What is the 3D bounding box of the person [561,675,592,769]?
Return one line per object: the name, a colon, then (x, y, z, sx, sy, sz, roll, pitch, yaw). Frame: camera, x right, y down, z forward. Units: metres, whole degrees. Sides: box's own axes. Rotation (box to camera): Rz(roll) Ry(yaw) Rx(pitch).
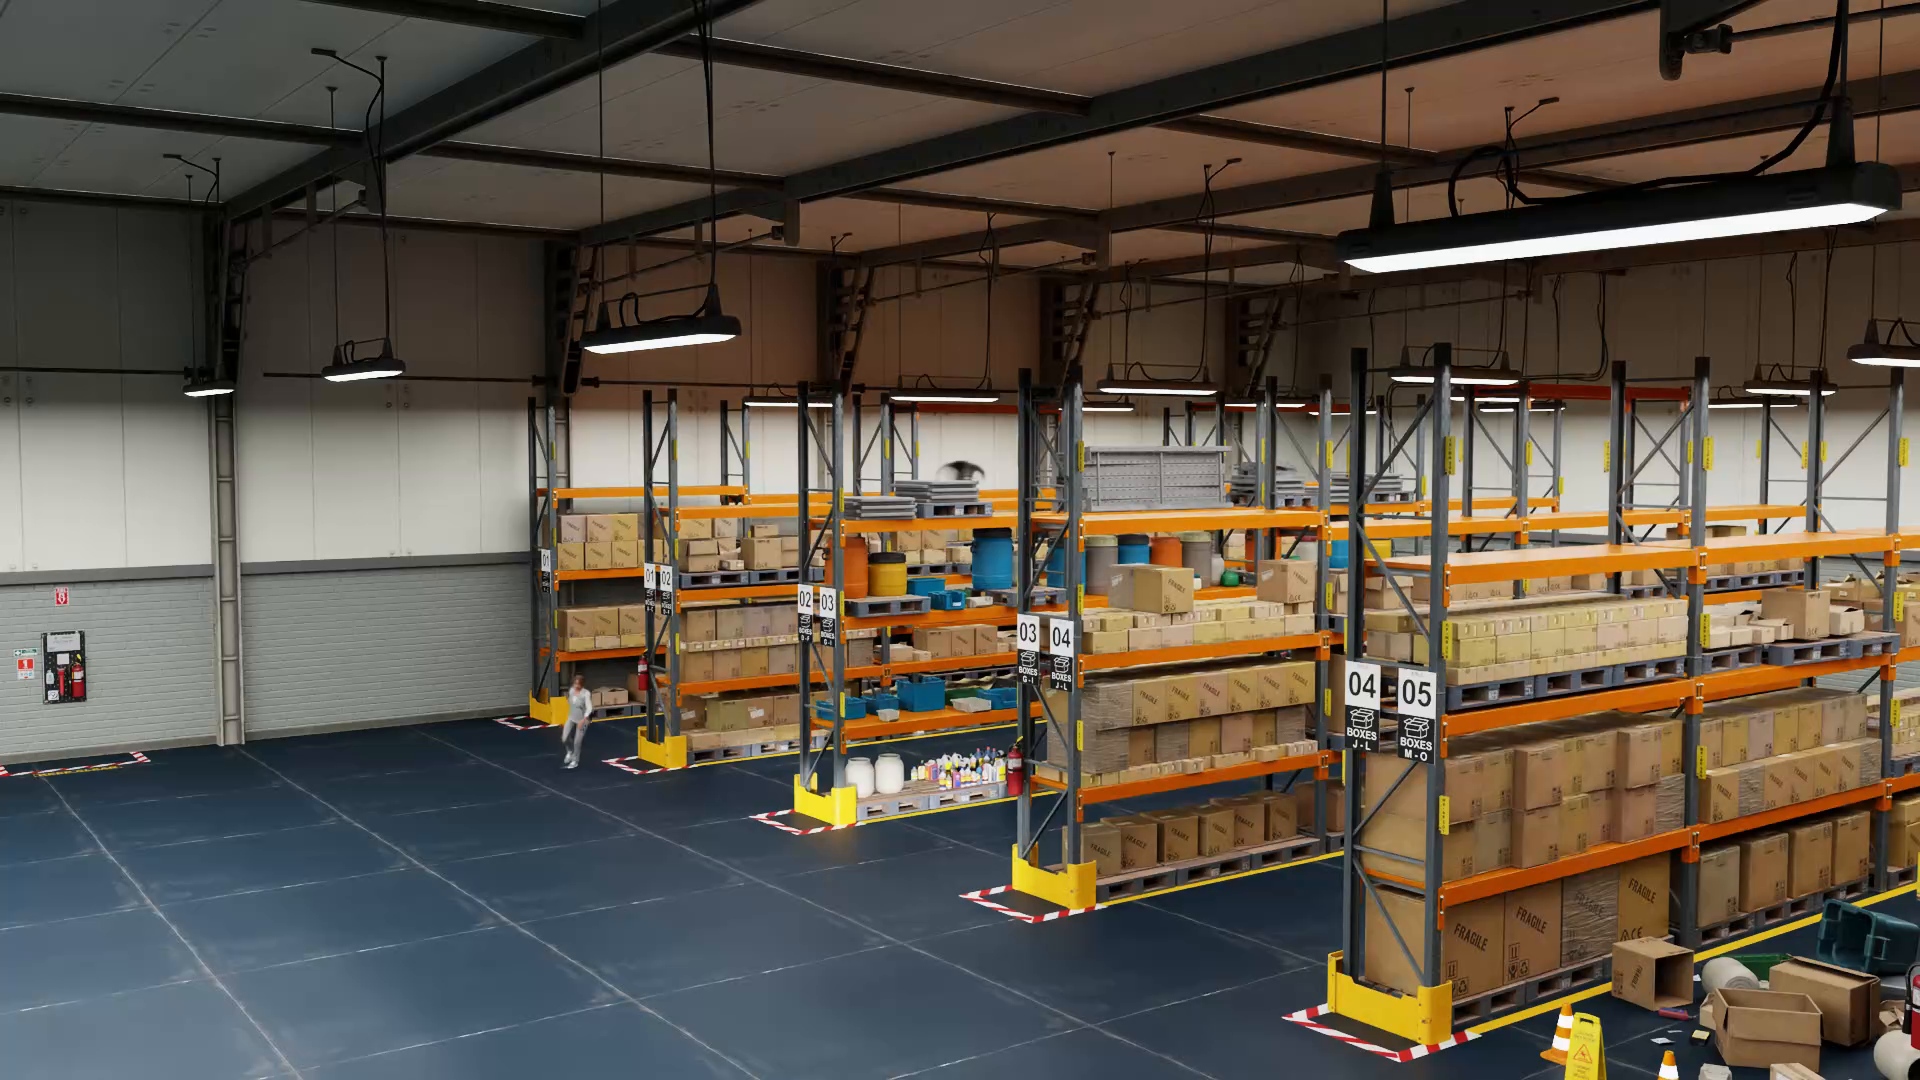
person: (-6.008, 2.856, 26.140, 0.551, 1.524, 0.663, 0, 3, 8)
